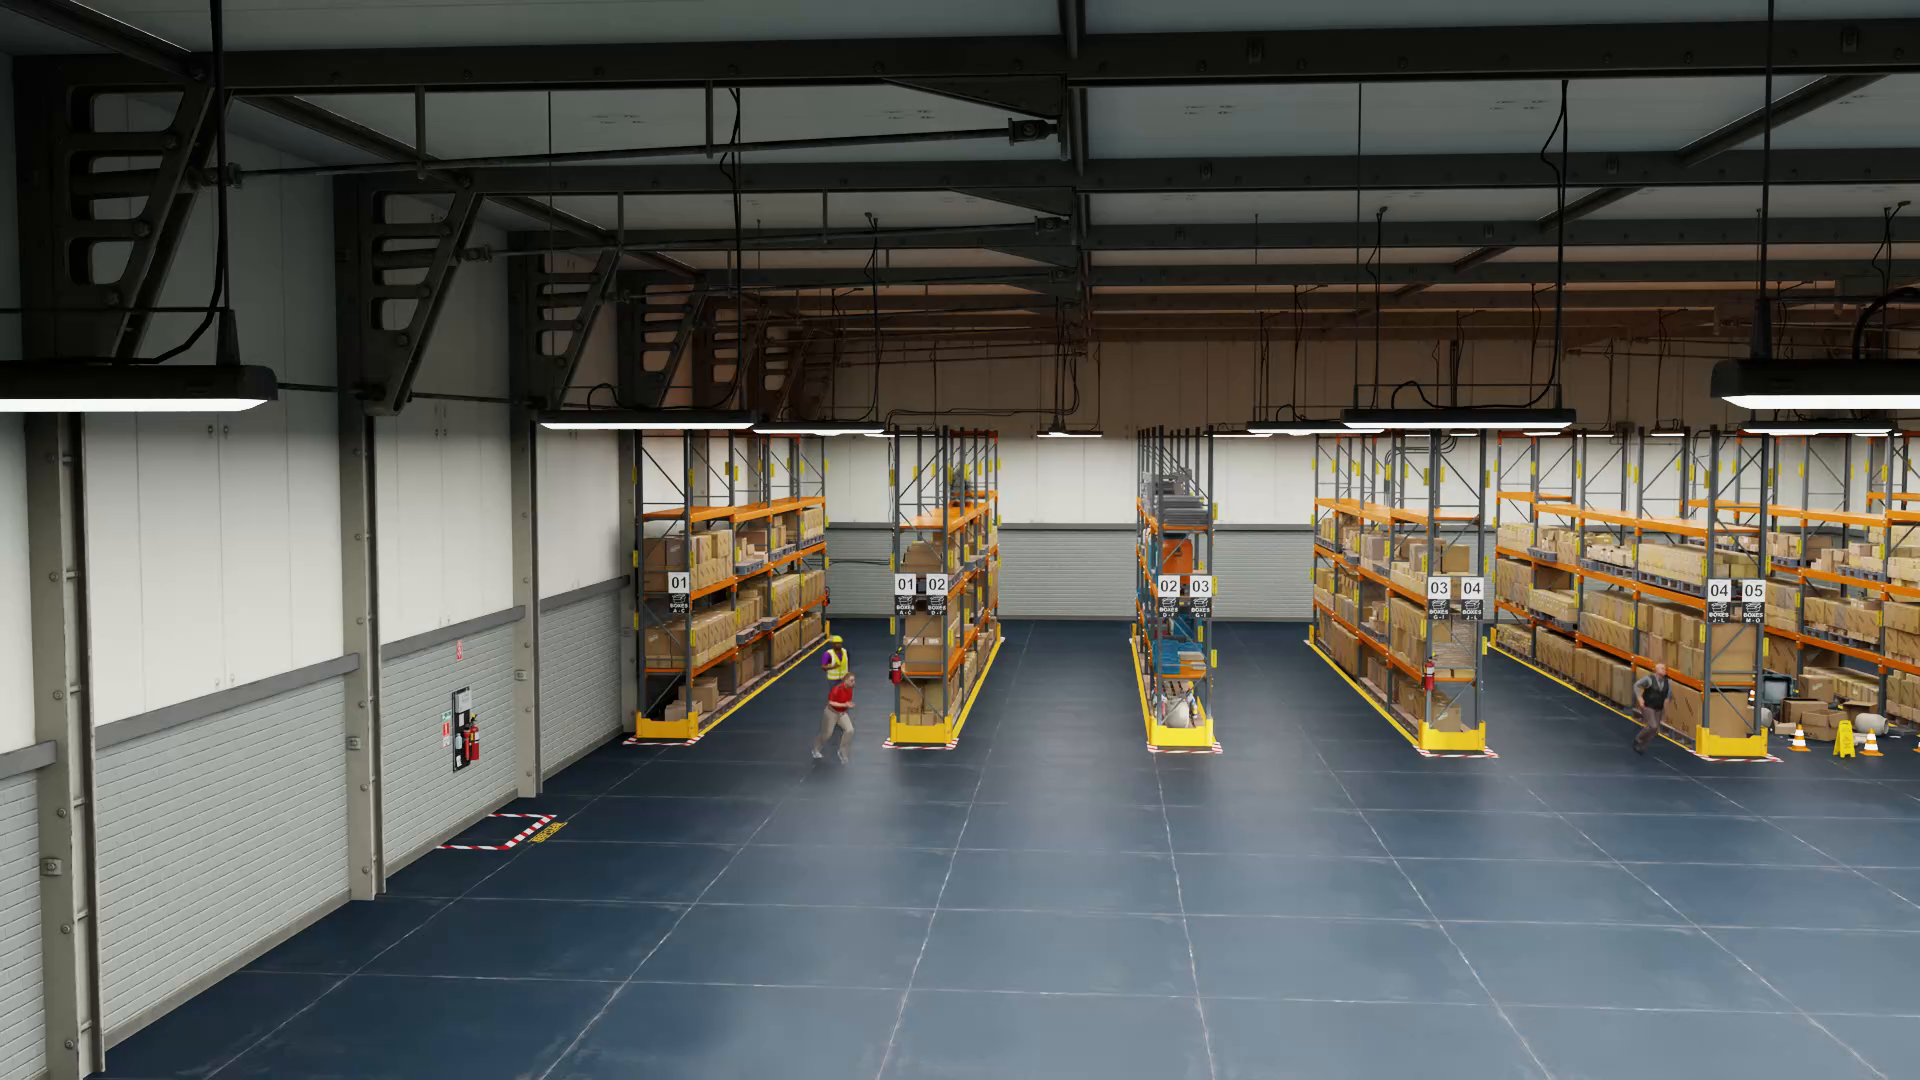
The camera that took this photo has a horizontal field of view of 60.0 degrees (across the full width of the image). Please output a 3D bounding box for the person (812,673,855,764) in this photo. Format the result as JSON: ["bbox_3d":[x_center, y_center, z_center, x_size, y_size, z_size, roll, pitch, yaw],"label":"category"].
[{"bbox_3d":[-2.215,3.171,29.546,1.021,1.686,0.704,3,4,37],"label":"person"}]

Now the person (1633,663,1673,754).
[{"bbox_3d":[12.612,3.071,30.223,0.694,1.663,0.596,-1,4,-14],"label":"person"}]

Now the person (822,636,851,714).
[{"bbox_3d":[-2.478,2.804,33.369,0.688,1.781,0.950,-1,4,-22],"label":"person"}]
